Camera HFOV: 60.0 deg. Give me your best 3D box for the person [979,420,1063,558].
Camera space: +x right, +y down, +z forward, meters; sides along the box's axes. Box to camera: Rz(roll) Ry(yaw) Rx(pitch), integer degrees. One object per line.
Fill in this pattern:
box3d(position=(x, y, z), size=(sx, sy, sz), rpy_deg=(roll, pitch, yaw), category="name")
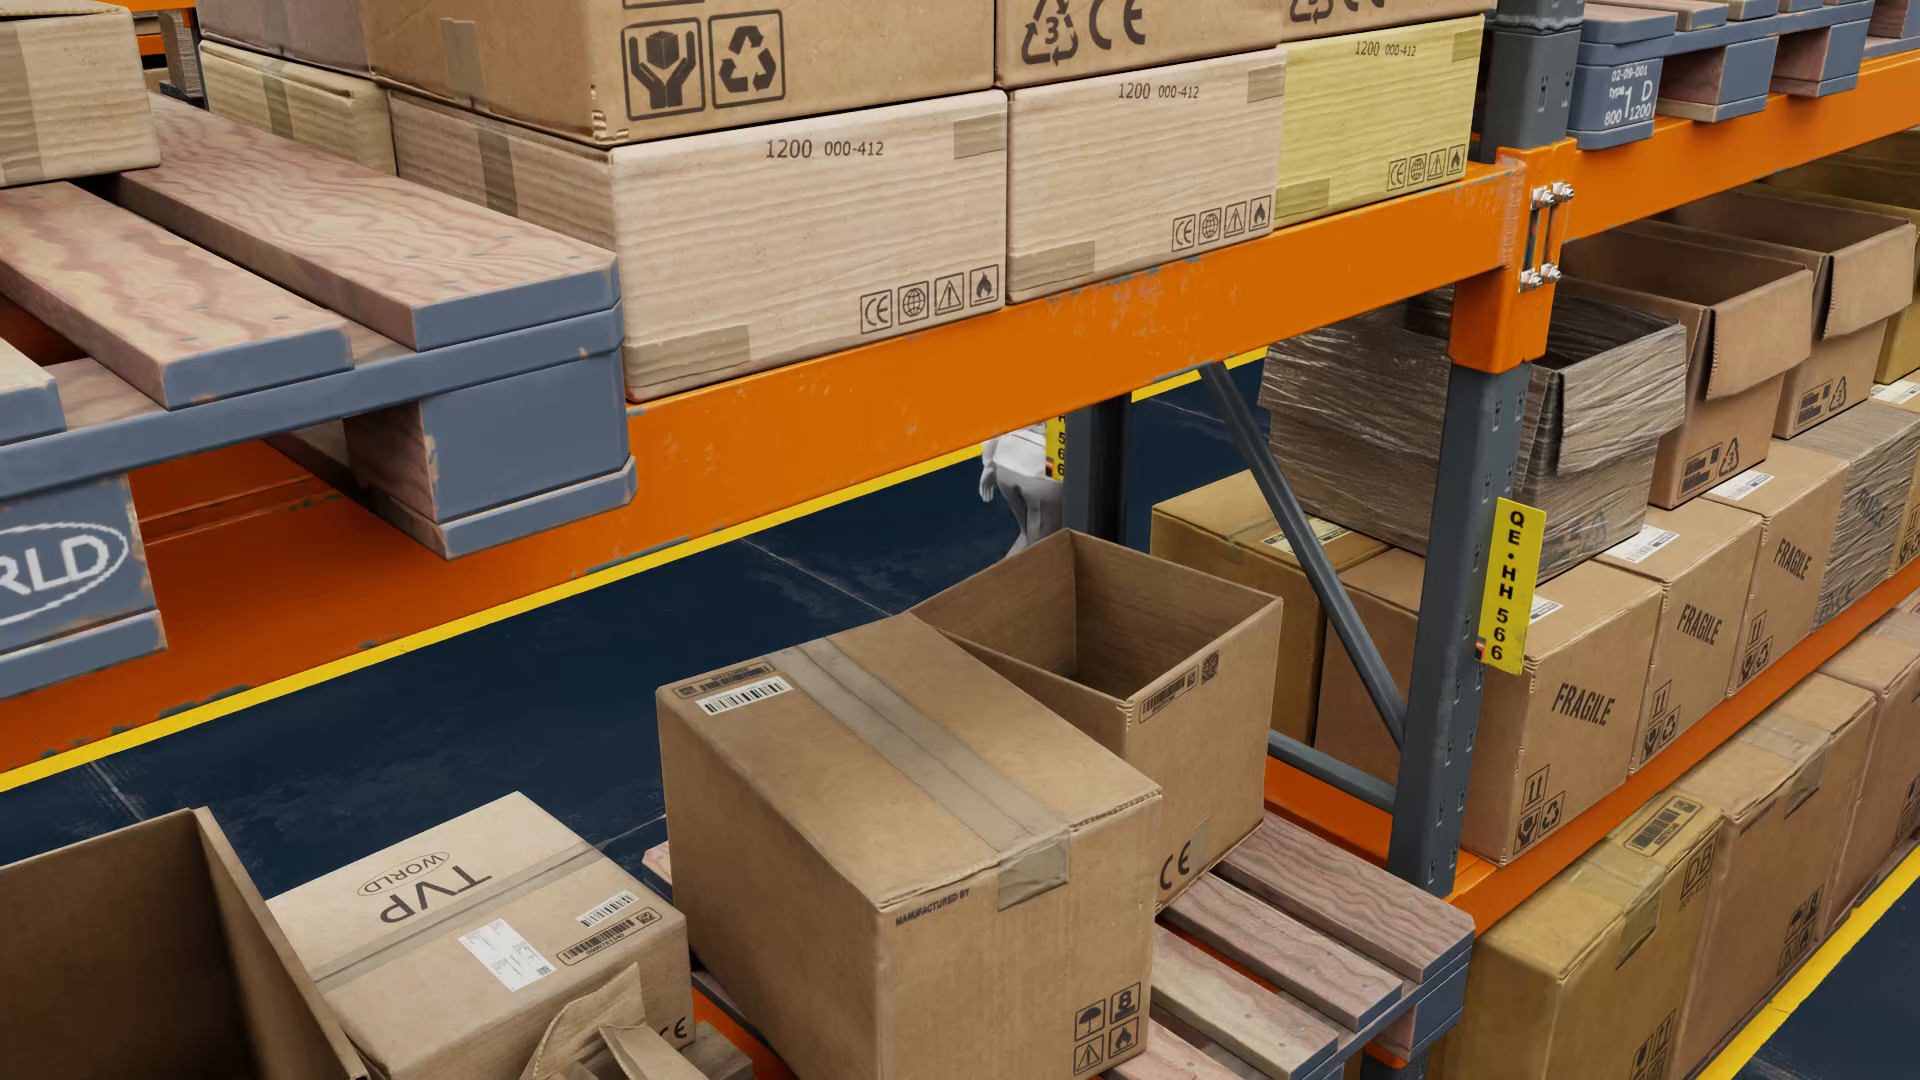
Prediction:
box3d(position=(0.323, -0.243, 6.561), size=(0.515, 1.675, 0.418), rpy_deg=(22, 33, 40), category="person")
